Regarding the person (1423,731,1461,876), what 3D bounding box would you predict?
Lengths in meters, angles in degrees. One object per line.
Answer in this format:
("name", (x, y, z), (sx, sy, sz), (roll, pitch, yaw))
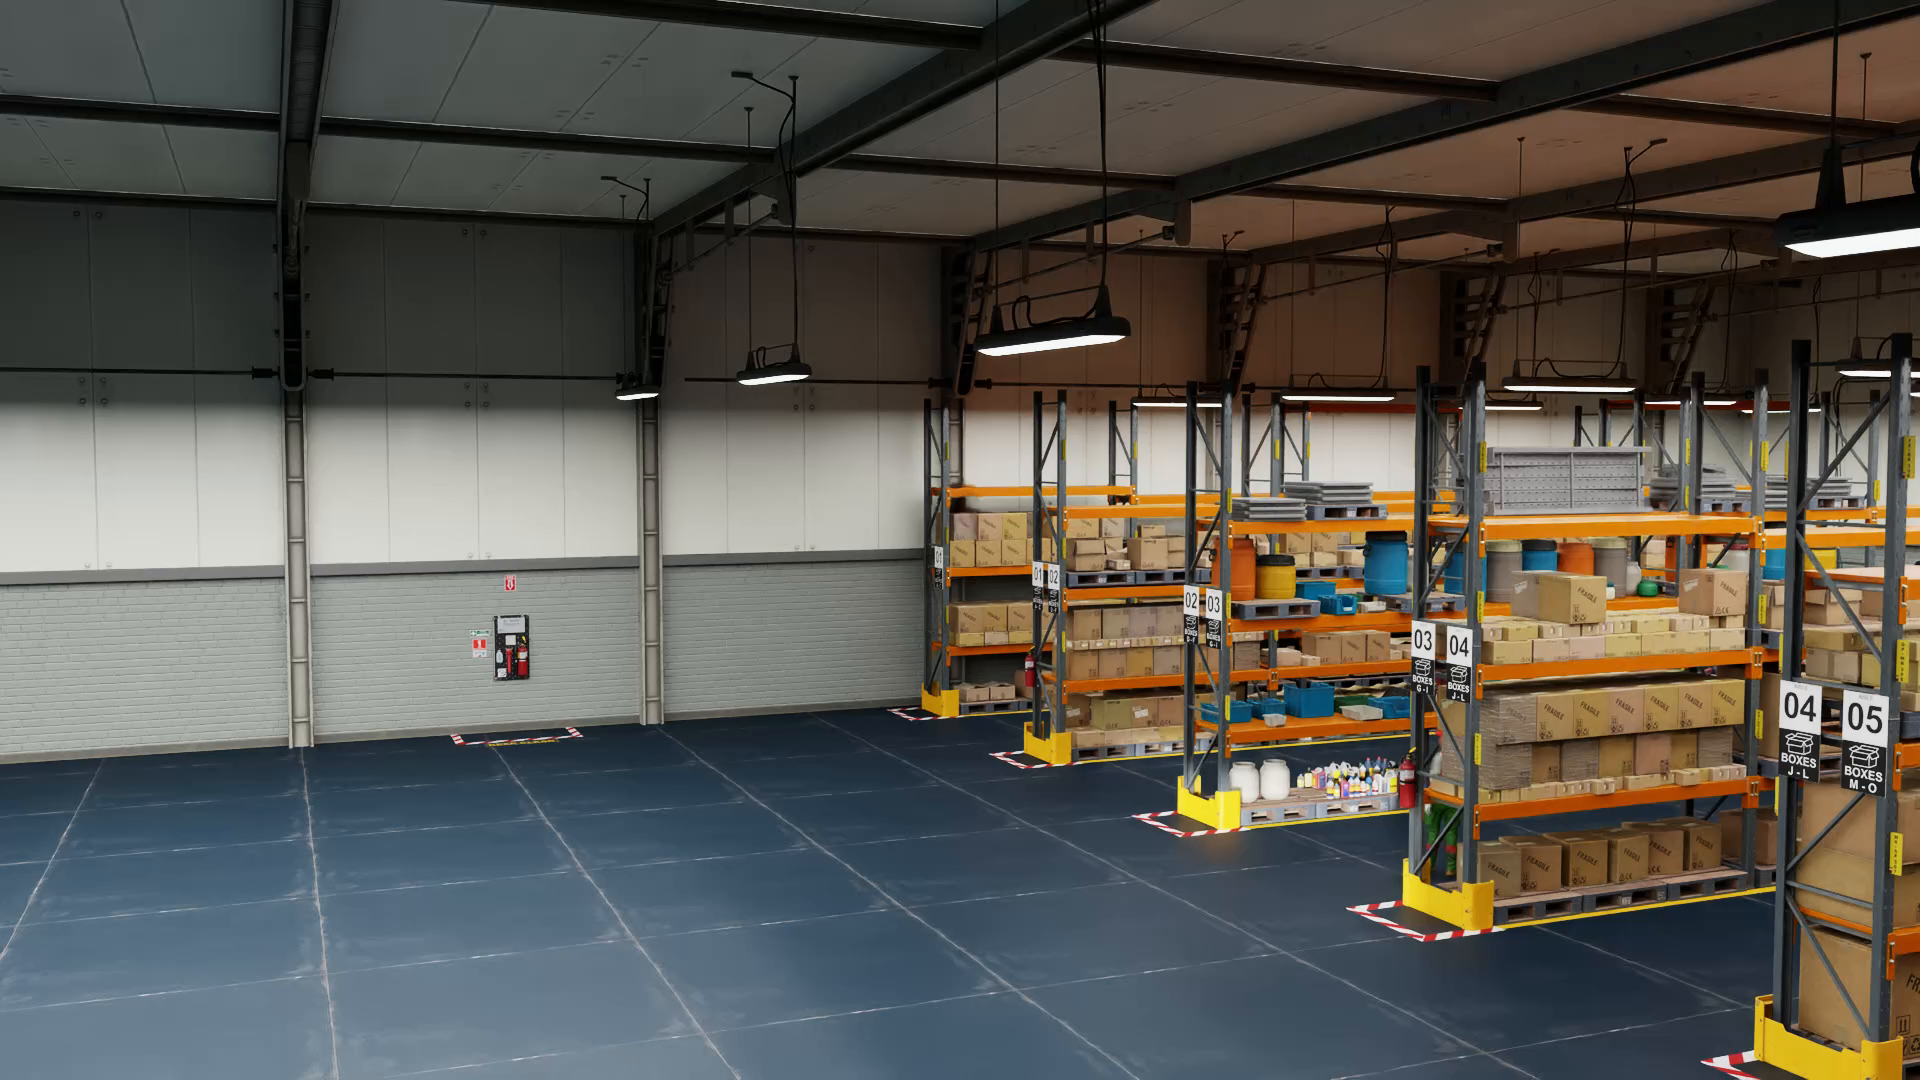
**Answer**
("person", (5.772, 3.104, 19.927), (0.550, 1.810, 0.605), (-1, 3, -9))
